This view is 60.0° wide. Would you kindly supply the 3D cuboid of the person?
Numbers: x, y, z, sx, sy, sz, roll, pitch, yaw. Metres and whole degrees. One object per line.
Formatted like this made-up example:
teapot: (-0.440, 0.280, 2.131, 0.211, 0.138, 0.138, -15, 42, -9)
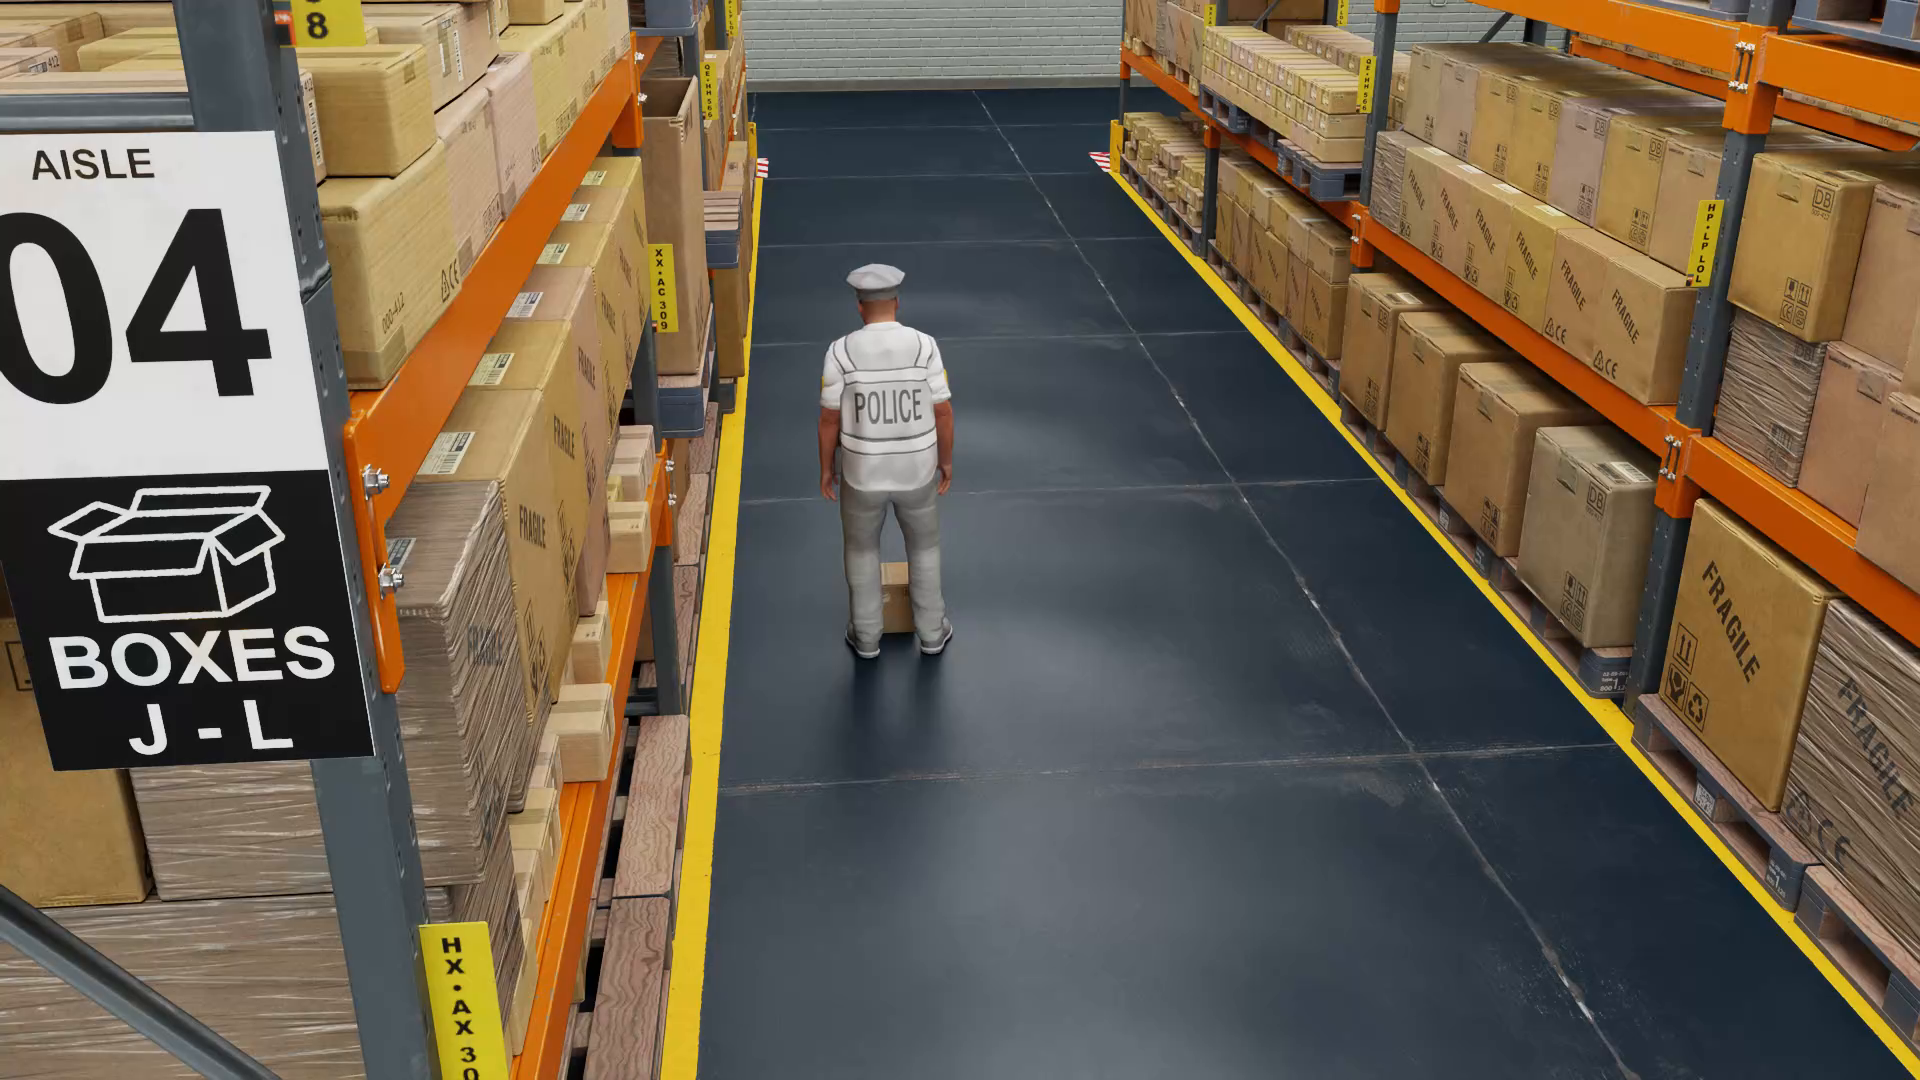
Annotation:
person: (-0.317, -0.307, 7.294, 0.597, 1.748, 0.432, -3, 24, -7)
